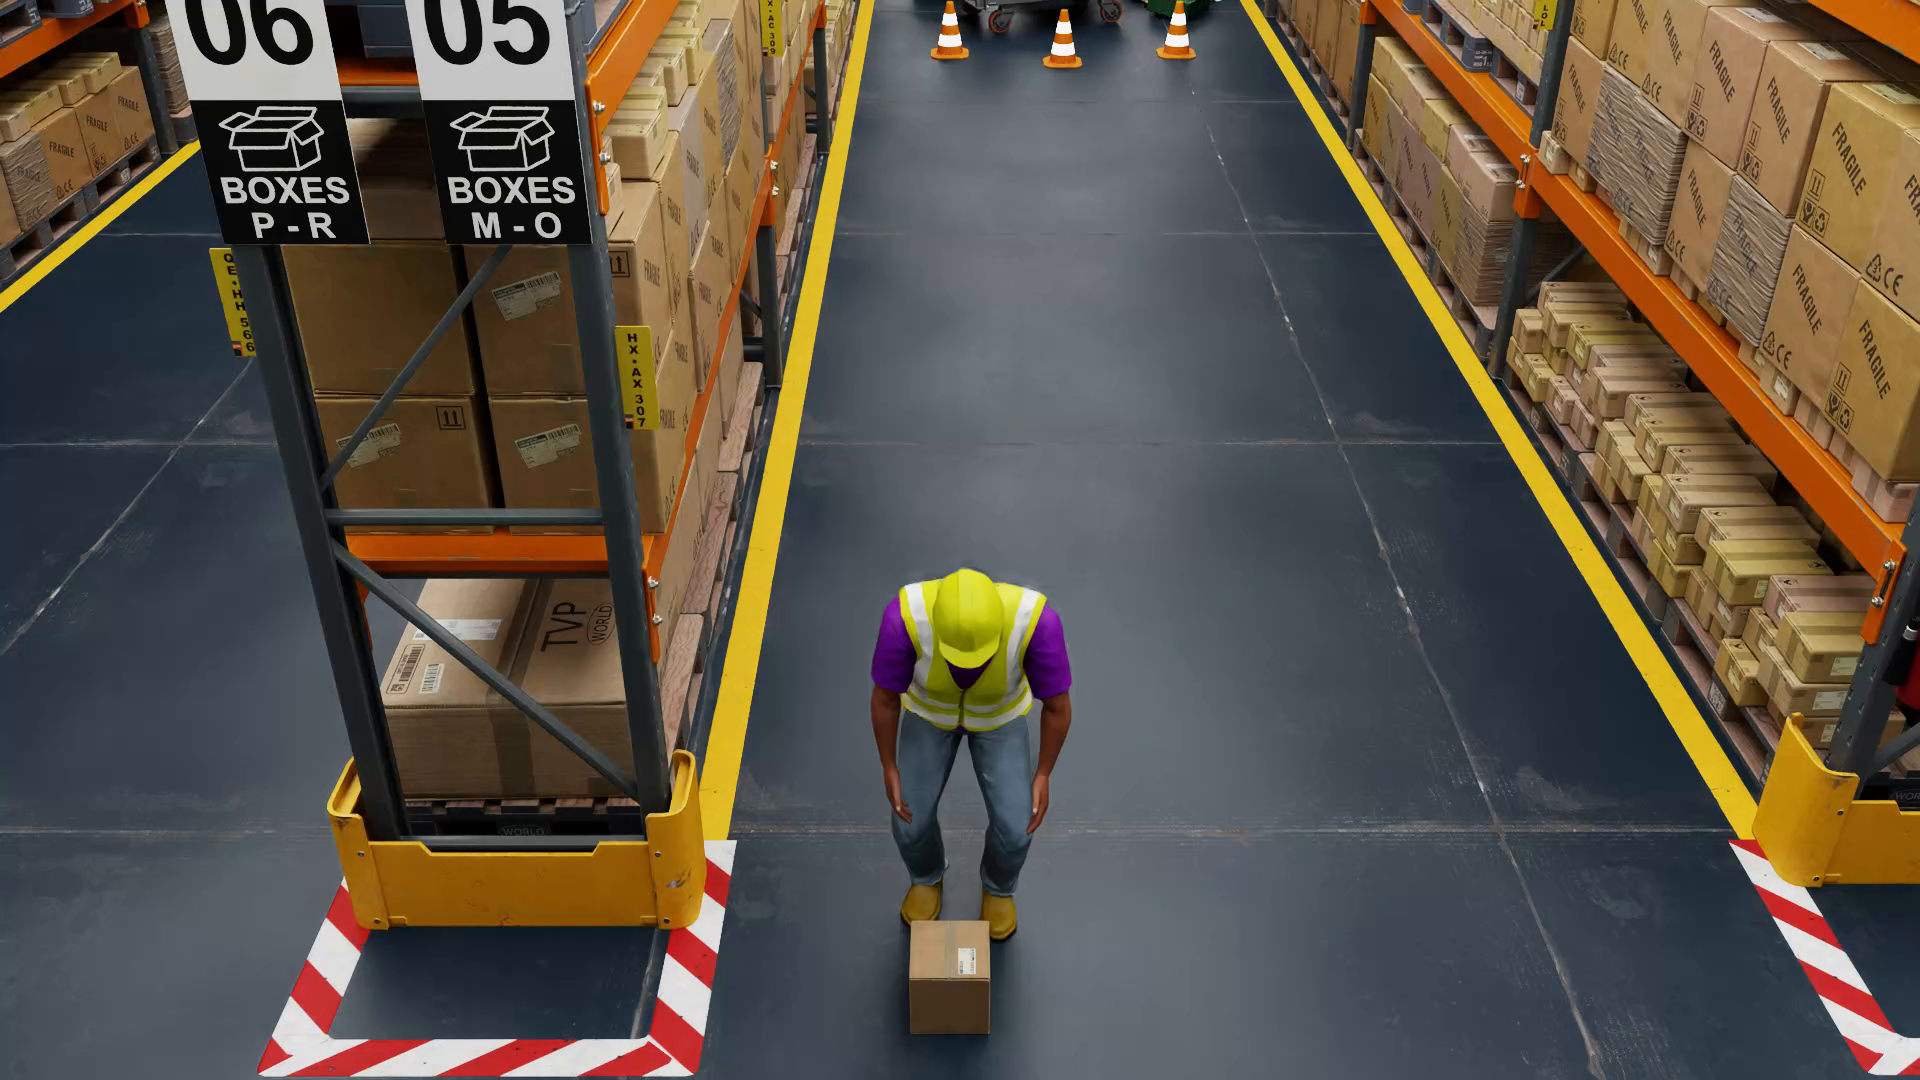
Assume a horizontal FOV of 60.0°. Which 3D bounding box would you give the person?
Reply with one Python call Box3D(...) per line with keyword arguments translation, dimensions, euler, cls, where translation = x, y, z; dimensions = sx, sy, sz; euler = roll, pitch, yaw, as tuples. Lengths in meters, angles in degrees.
Box3D(translation=(0.041, 0.632, 5.314), dimensions=(0.627, 1.517, 0.687), euler=(3, 31, 5), cls="person")
